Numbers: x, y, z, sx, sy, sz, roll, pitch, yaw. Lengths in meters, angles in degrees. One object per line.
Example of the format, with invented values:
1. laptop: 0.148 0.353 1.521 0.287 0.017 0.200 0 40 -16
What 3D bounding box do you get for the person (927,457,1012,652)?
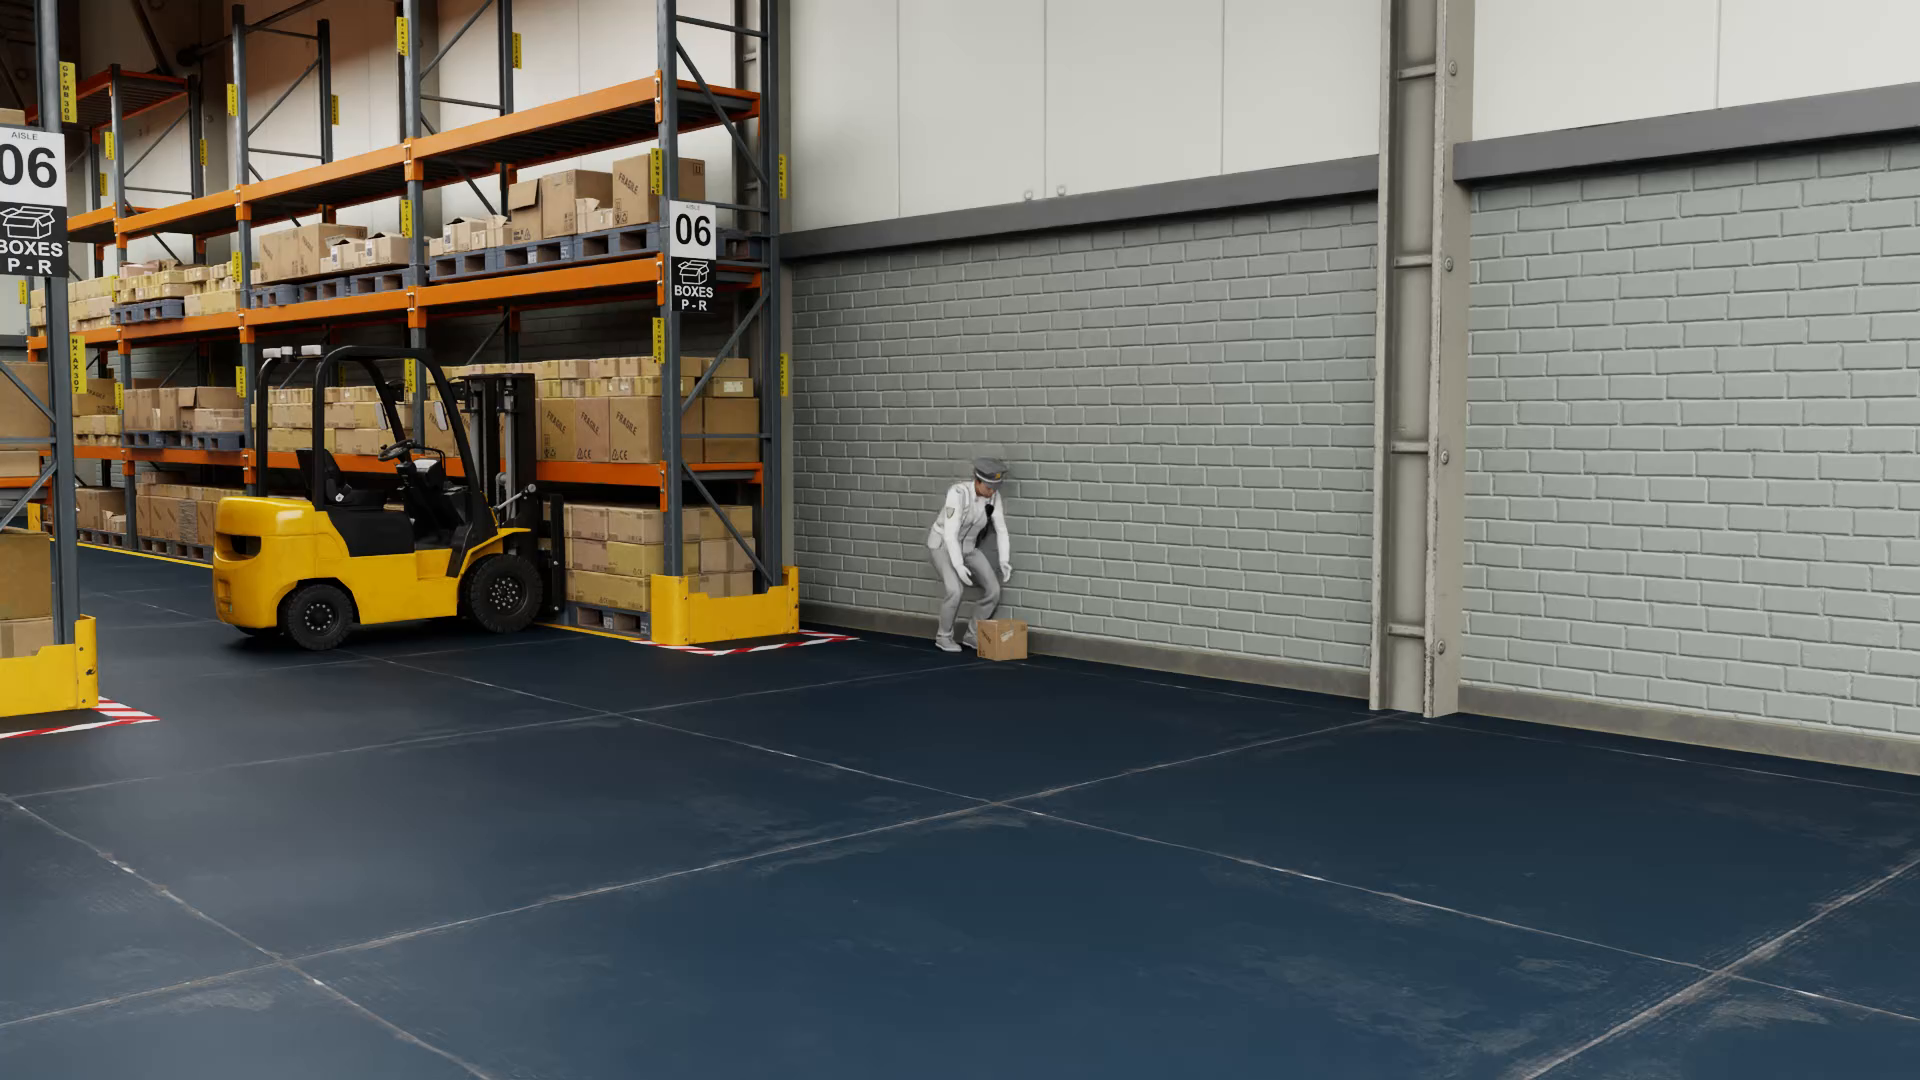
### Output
1. person: 0.085 0.098 11.768 0.535 1.375 0.709 -2 5 -31
